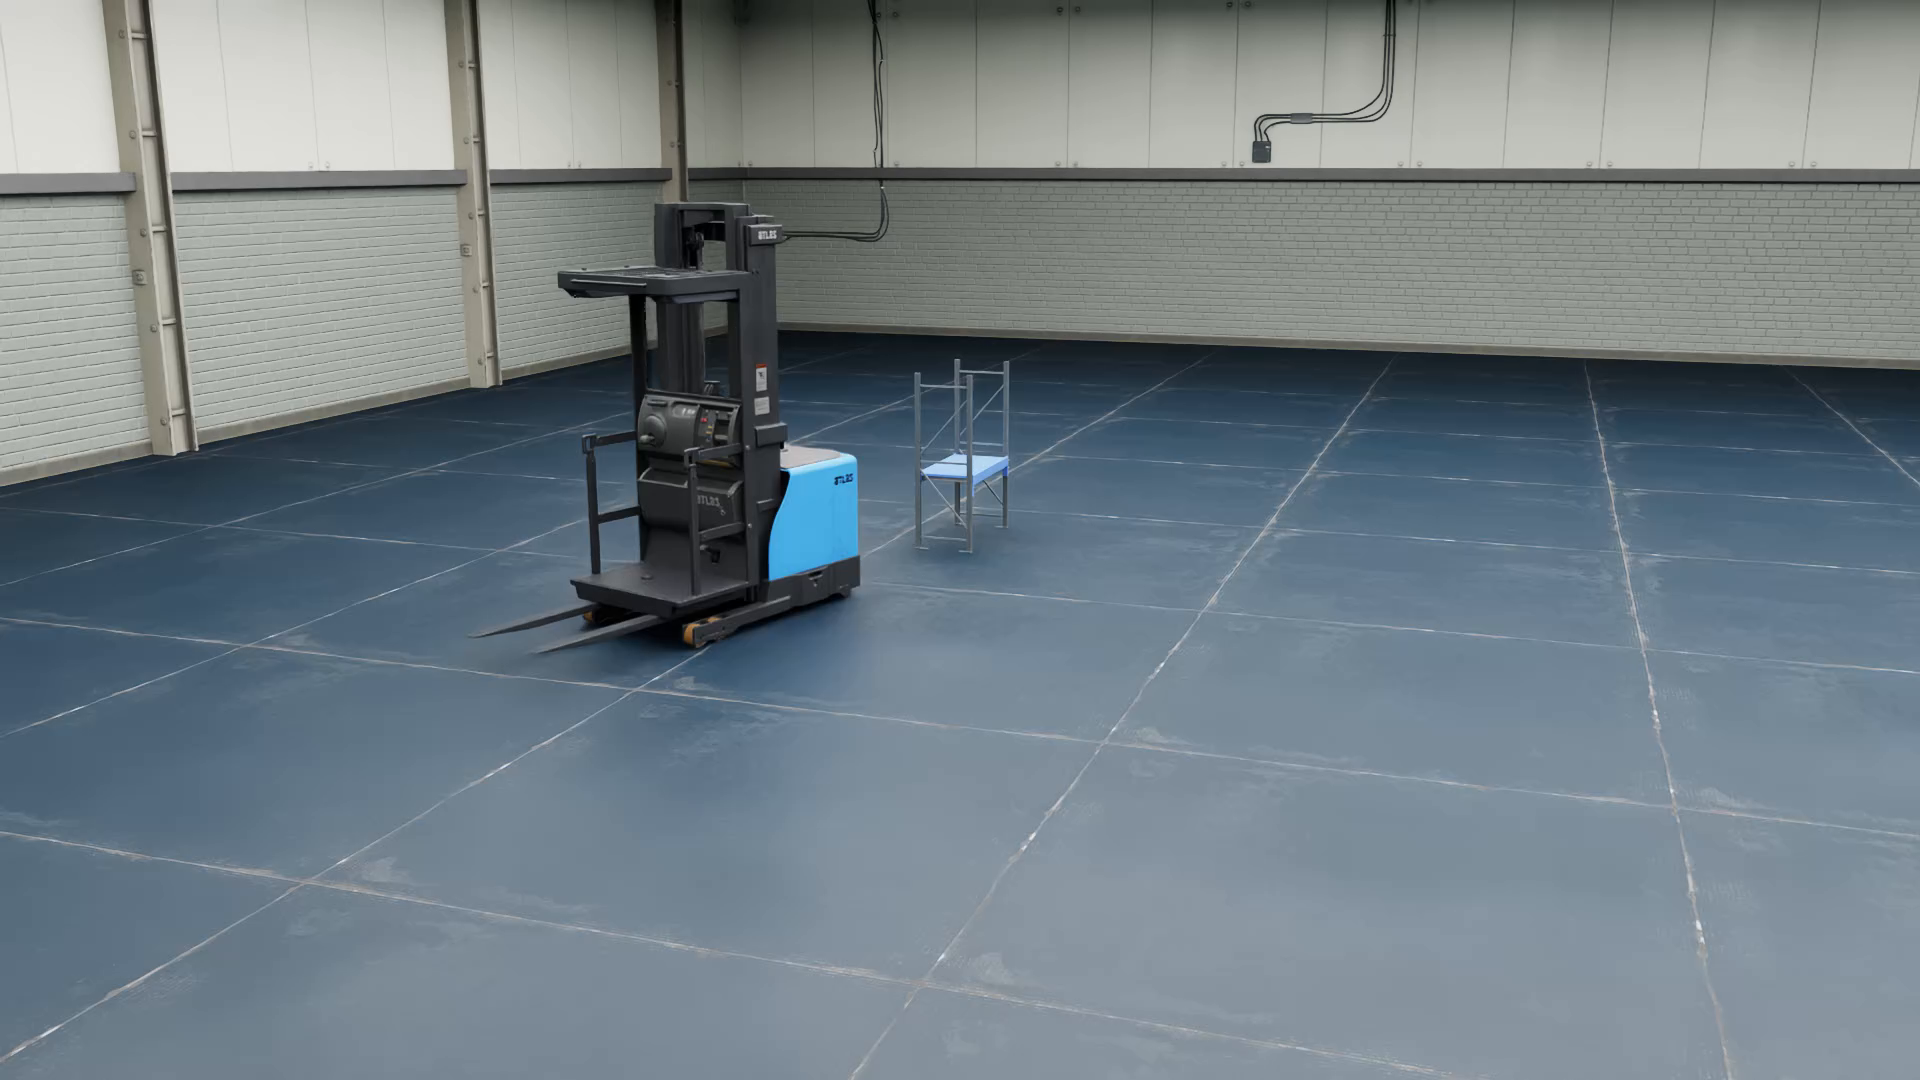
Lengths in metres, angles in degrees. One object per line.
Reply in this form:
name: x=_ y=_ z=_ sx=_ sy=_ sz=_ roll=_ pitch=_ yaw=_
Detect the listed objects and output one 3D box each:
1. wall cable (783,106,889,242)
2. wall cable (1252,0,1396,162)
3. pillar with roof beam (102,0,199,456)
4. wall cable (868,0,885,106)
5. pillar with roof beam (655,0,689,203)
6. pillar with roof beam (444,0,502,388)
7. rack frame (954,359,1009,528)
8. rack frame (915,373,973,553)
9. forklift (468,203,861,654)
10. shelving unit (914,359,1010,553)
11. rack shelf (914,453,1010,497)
wall cable: x=-2.811 y=-6.922 z=31.570 sx=3.097 sy=2.526 sz=0.112 roll=4 pitch=14 yaw=18
wall cable: x=6.167 y=-9.407 z=27.836 sx=2.305 sy=6.003 sz=0.169 roll=4 pitch=14 yaw=18
pillar with roof beam: x=-4.825 y=-5.074 z=16.496 sx=9.100 sy=9.000 sz=0.400 roll=4 pitch=14 yaw=18
wall cable: x=-0.251 y=-9.189 z=30.154 sx=3.097 sy=2.526 sz=0.112 roll=4 pitch=14 yaw=18
pillar with roof beam: x=-0.942 y=-7.601 z=27.565 sx=9.100 sy=9.000 sz=0.400 roll=4 pitch=14 yaw=18
pillar with roof beam: x=-2.883 y=-6.337 z=22.031 sx=9.100 sy=9.000 sz=0.400 roll=4 pitch=14 yaw=18
rack frame: x=0.192 y=-0.856 z=14.869 sx=0.500 sy=1.500 sz=0.032 roll=4 pitch=14 yaw=18
rack frame: x=-0.137 y=-0.642 z=13.931 sx=0.500 sy=1.500 sz=0.032 roll=4 pitch=14 yaw=18
forklift: x=-2.030 y=-0.820 z=11.496 sx=1.130 sy=2.935 sz=3.031 roll=9 pitch=16 yaw=35
shelving unit: x=0.028 y=-0.749 z=14.400 sx=0.538 sy=1.500 sz=1.048 roll=4 pitch=14 yaw=18
rack shelf: x=0.028 y=-0.574 z=14.440 sx=0.538 sy=0.185 sz=1.000 roll=4 pitch=14 yaw=18
